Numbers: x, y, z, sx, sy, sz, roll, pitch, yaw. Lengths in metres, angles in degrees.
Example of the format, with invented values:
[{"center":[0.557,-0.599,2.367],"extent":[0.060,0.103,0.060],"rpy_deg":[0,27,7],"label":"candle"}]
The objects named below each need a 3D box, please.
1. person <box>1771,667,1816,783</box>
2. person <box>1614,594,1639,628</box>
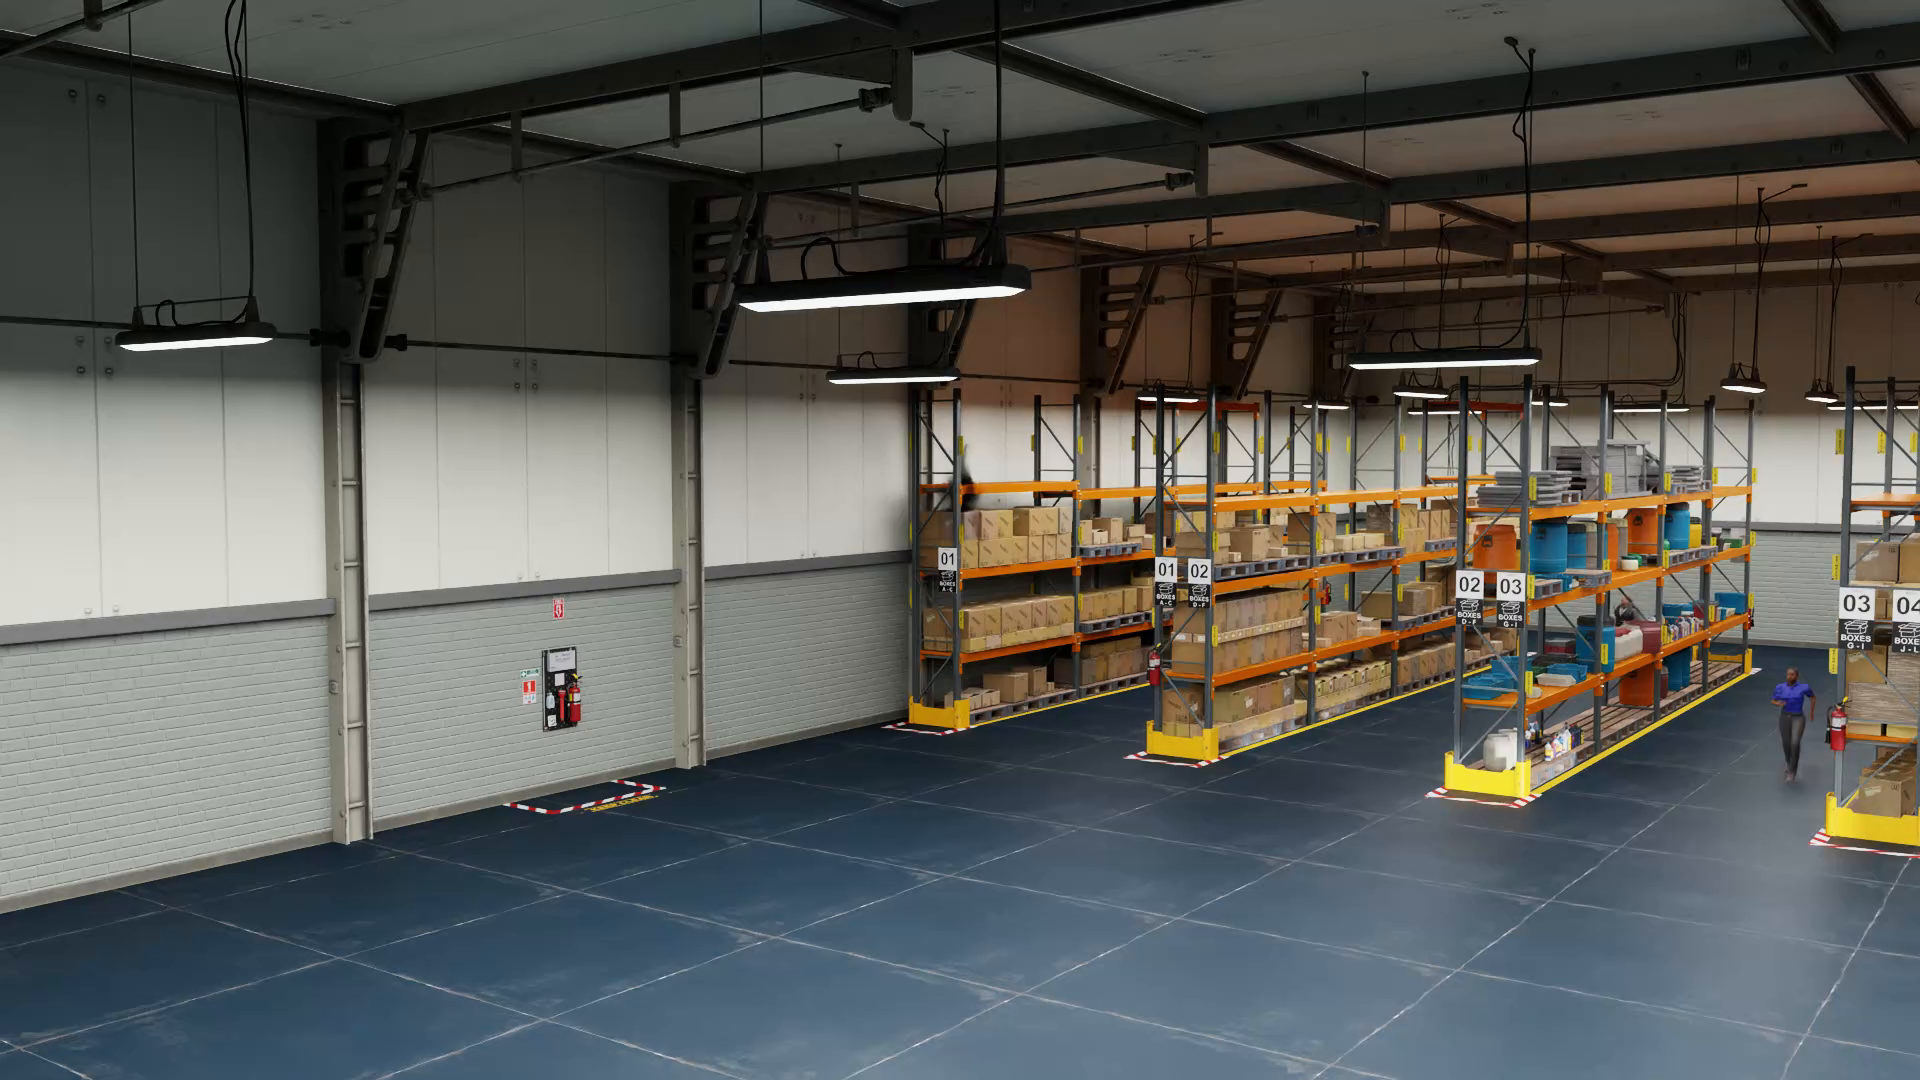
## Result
[{"center":[12.492,2.765,24.957],"extent":[0.568,1.662,0.861],"rpy_deg":[2,4,36],"label":"person"},{"center":[14.677,2.051,36.736],"extent":[0.637,1.710,0.691],"rpy_deg":[3,4,43],"label":"person"}]
